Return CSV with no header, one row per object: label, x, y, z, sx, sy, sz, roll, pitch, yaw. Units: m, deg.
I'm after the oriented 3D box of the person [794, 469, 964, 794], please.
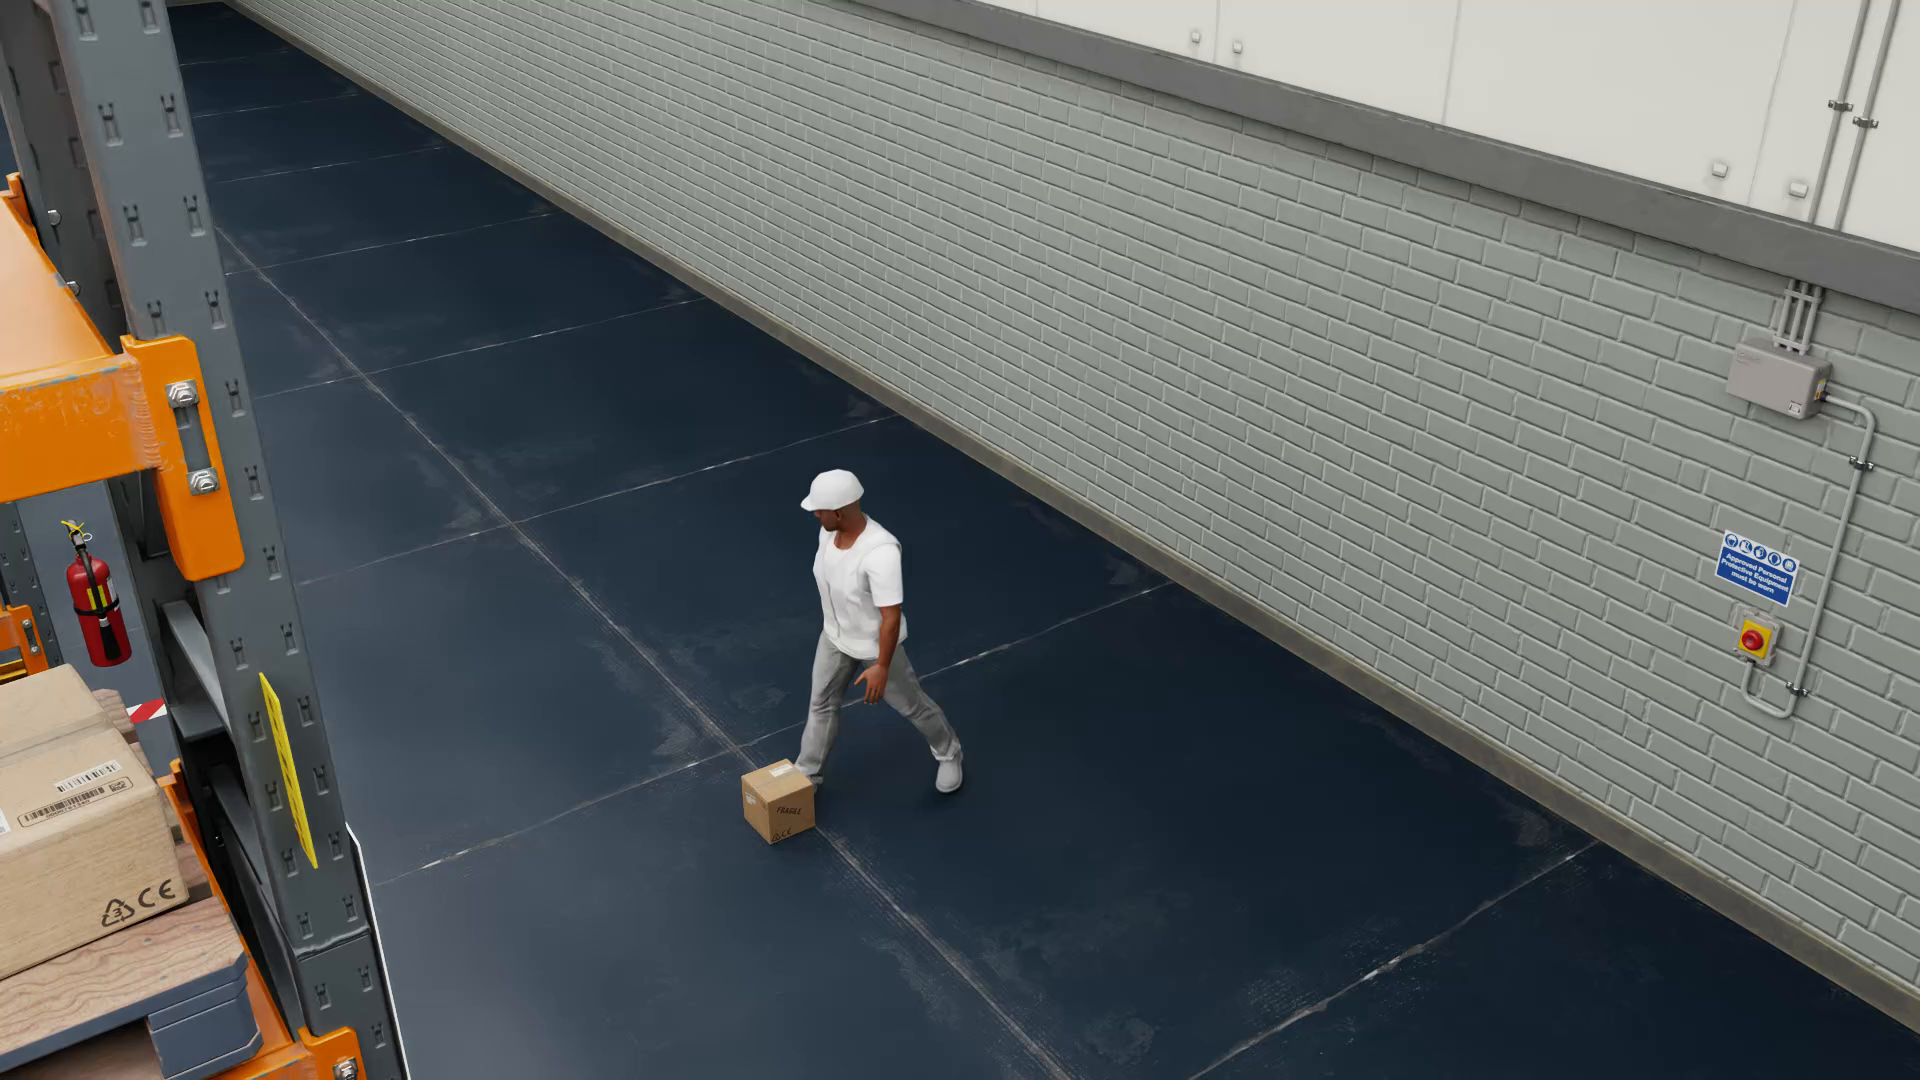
person,-0.451,0.465,7.755,0.941,1.738,0.666,-23,36,-36
